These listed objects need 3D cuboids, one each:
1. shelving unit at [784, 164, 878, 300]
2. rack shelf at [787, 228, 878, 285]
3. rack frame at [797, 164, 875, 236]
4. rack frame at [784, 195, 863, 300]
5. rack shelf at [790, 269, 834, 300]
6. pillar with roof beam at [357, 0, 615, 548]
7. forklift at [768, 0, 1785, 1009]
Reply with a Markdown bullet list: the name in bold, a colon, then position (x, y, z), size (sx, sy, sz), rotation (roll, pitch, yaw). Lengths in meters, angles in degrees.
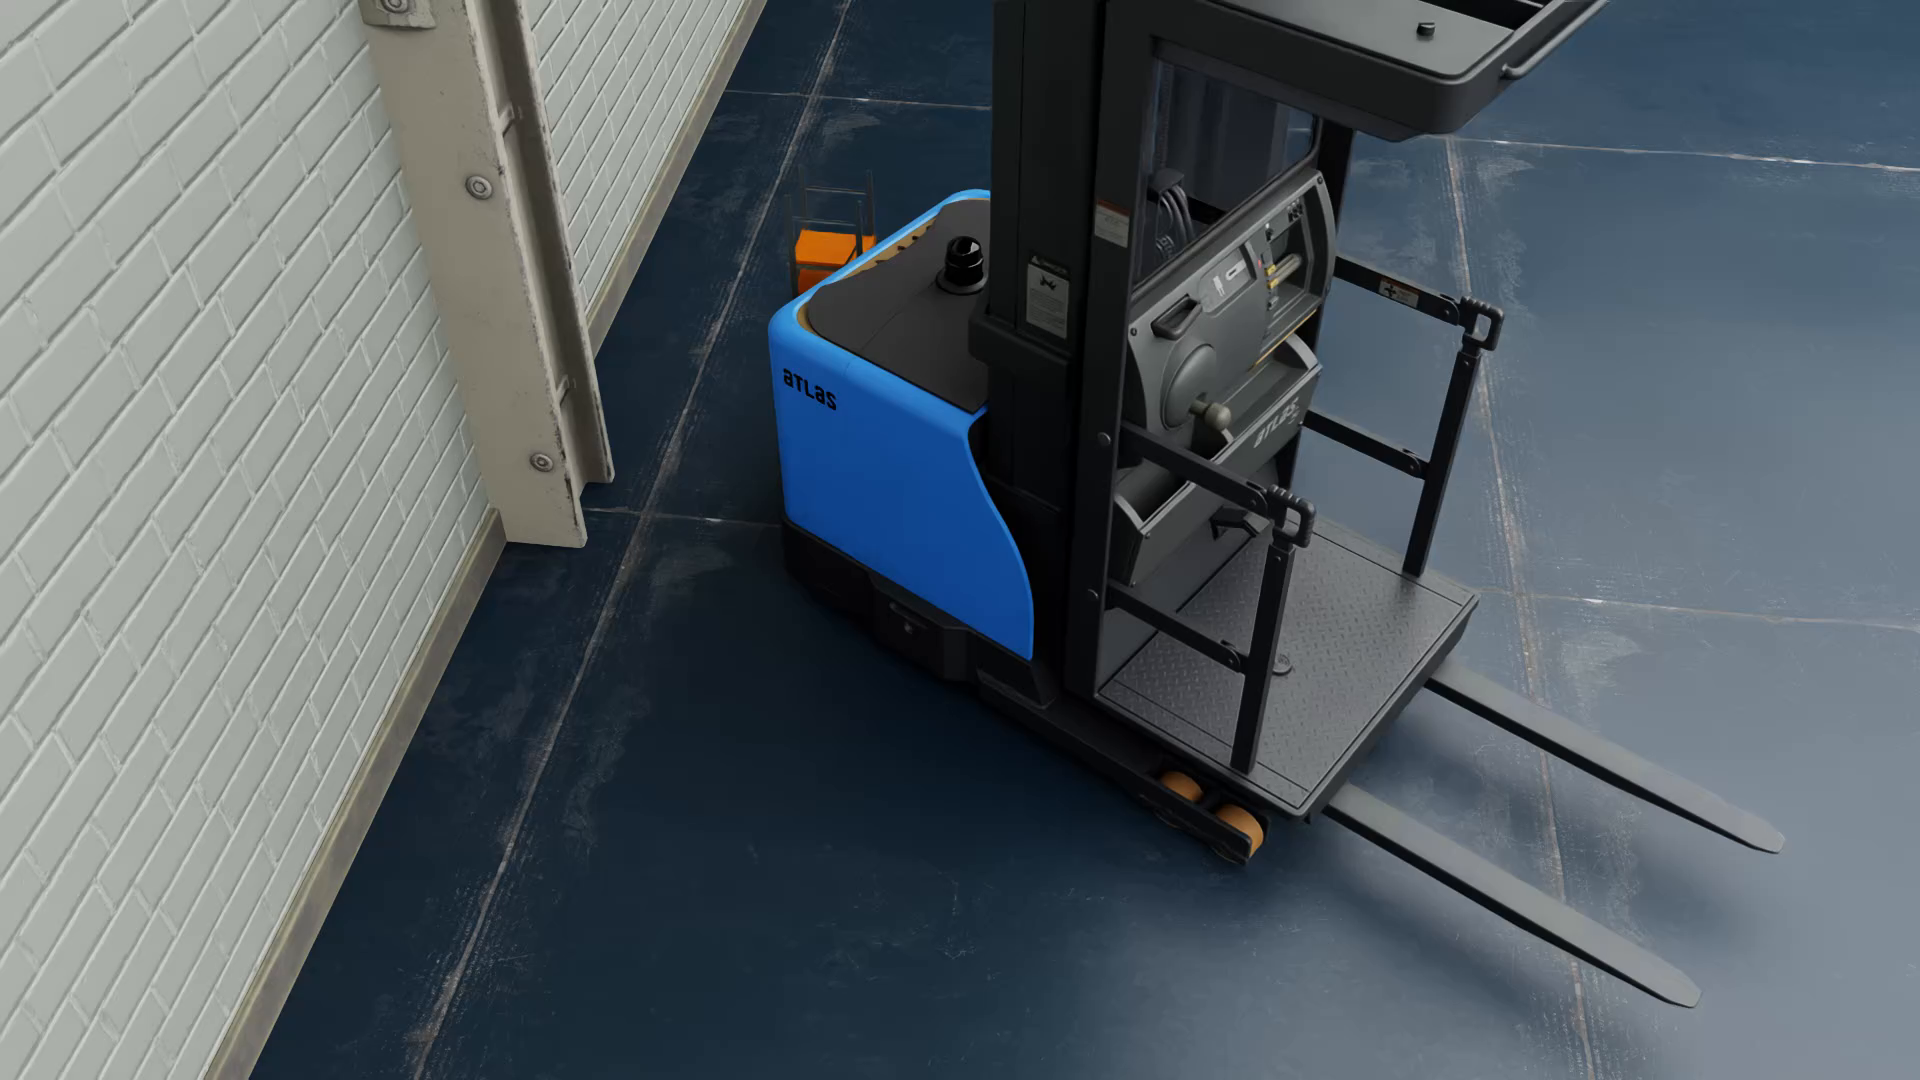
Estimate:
- **shelving unit**: position (-0.409, -0.677, 5.593), size (0.258, 1.200, 0.189), rotation (6, 44, 6)
- **rack shelf**: position (-0.409, -0.907, 5.376), size (0.258, 0.103, 0.180), rotation (6, 44, 6)
- **rack frame**: position (-0.395, -0.740, 5.658), size (0.240, 1.200, 0.006), rotation (6, 44, 6)
- **rack frame**: position (-0.423, -0.615, 5.527), size (0.240, 1.200, 0.006), rotation (6, 44, 6)
- **rack shelf**: position (-0.409, -0.819, 5.458), size (0.258, 0.103, 0.180), rotation (6, 44, 6)
- **pillar with roof beam**: position (2.844, -2.998, 2.371), size (9.100, 9.000, 0.400), rotation (5, 44, 6)
- **forklift**: position (0.879, -0.557, 4.206), size (3.031, 2.935, 1.130), rotation (29, 51, 27)
